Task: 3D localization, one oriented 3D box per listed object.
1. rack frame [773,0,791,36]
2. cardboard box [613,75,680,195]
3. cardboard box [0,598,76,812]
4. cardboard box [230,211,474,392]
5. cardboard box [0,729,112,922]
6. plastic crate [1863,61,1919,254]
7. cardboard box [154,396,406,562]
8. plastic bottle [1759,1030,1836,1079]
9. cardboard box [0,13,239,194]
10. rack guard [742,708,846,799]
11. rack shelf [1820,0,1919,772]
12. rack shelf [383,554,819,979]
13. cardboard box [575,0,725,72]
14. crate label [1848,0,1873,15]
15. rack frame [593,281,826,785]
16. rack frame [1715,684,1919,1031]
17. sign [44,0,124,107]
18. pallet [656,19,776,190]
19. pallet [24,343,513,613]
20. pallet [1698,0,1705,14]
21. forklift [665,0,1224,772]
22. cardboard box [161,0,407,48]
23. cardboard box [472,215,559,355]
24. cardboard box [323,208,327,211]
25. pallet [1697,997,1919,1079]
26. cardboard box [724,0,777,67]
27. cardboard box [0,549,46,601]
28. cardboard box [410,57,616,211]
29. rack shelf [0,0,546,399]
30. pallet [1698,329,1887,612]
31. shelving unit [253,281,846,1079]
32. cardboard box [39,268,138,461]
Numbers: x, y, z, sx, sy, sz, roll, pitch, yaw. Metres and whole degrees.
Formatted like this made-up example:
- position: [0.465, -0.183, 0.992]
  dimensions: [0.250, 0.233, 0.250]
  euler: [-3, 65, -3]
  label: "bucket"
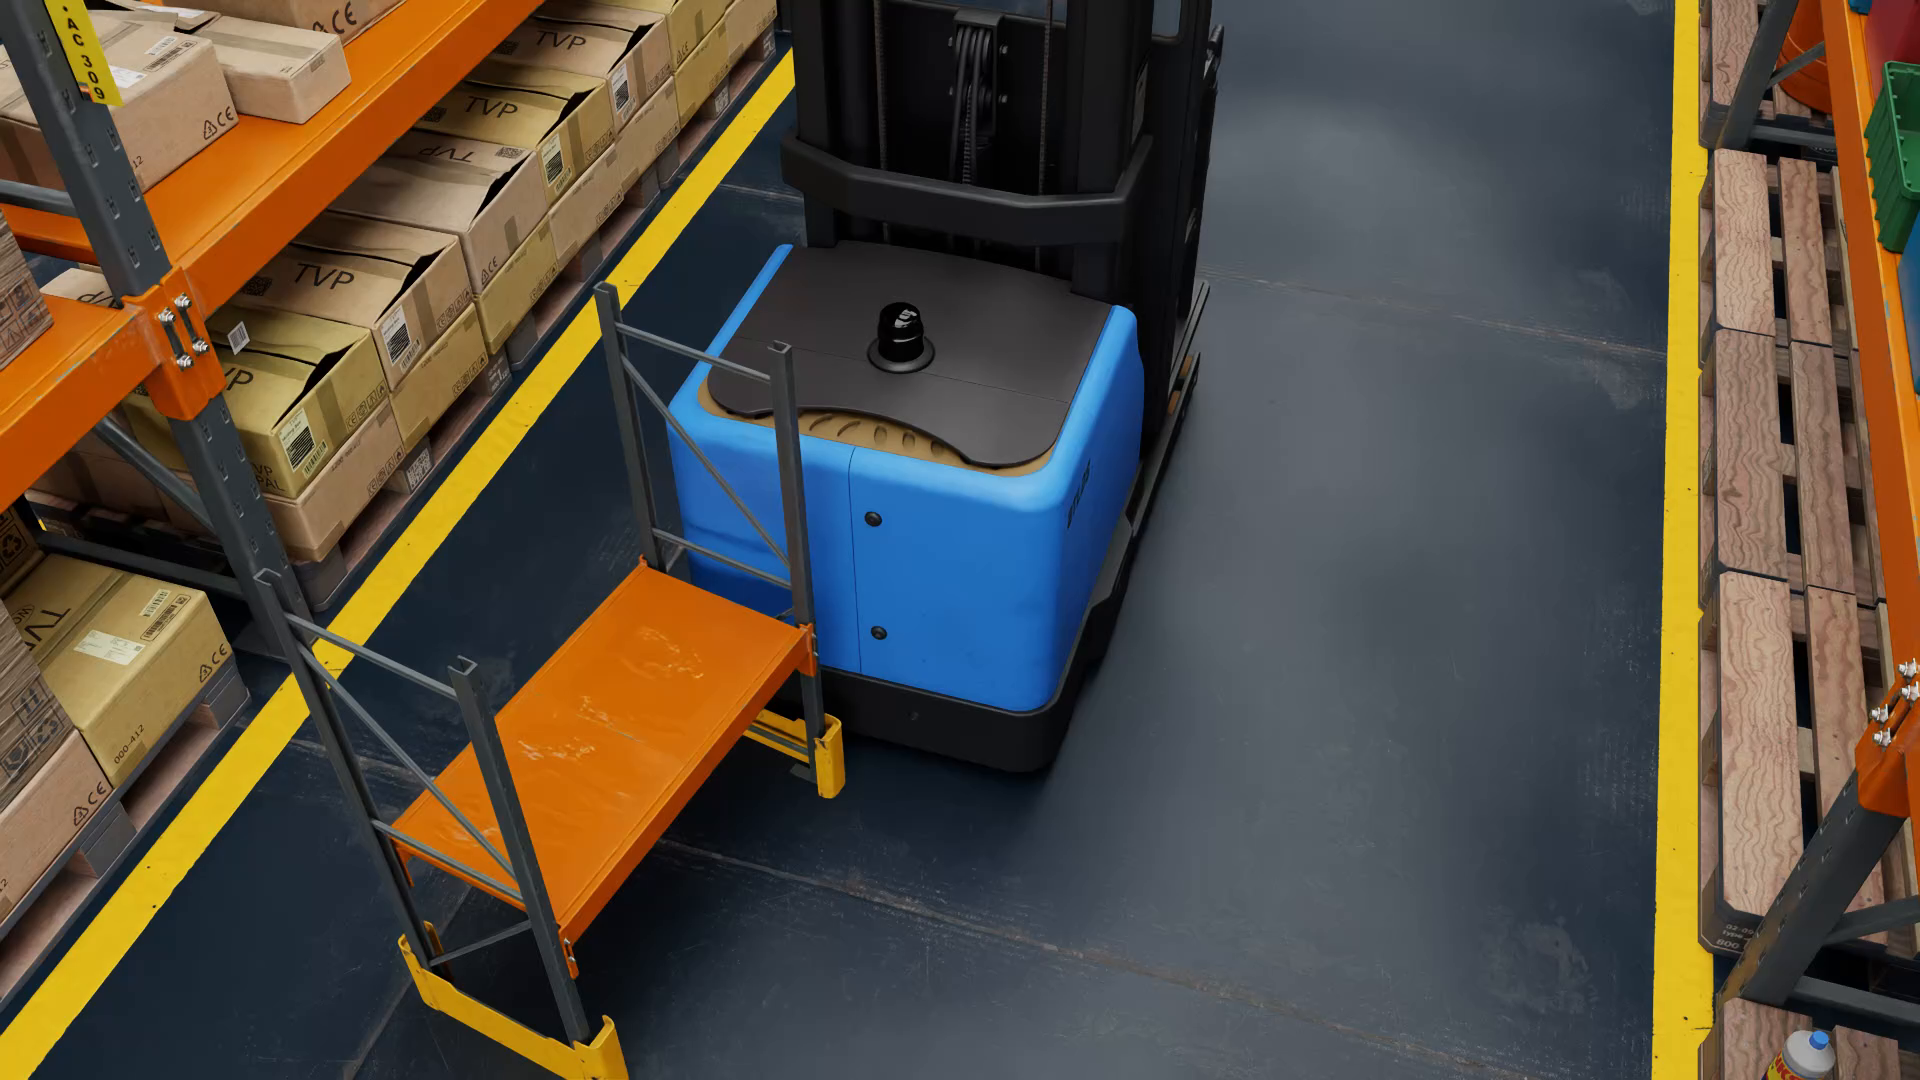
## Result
- position: [-1.190, -3.517, 6.699]
  dimensions: [1.000, 3.000, 0.127]
  euler: [13, 46, 13]
  label: "rack frame"
- position: [-1.425, -1.603, 6.409]
  dimensions: [0.500, 0.250, 0.500]
  euler: [14, 46, 13]
  label: "cardboard box"
- position: [-2.496, 0.400, 3.826]
  dimensions: [0.500, 0.500, 0.500]
  euler: [13, 46, 13]
  label: "cardboard box"
- position: [-1.882, -0.774, 5.161]
  dimensions: [0.500, 0.311, 0.500]
  euler: [12, 46, 12]
  label: "cardboard box"
- position: [-2.494, 0.669, 4.088]
  dimensions: [0.500, 0.250, 0.500]
  euler: [13, 46, 13]
  label: "cardboard box"
- position: [2.577, -0.944, 4.221]
  dimensions: [0.450, 0.188, 0.662]
  euler: [13, 46, 13]
  label: "plastic crate"
- position: [-2.043, -0.234, 5.010]
  dimensions: [0.500, 0.250, 0.500]
  euler: [12, 46, 12]
  label: "cardboard box"
- position: [1.804, 1.138, 3.578]
  dimensions: [0.097, 0.271, 0.097]
  euler: [0, 44, 0]
  label: "plastic bottle"
- position: [-2.294, -1.134, 4.372]
  dimensions: [0.500, 0.250, 0.500]
  euler: [15, 46, 15]
  label: "cardboard box"
- position: [-0.585, 0.499, 4.562]
  dimensions: [0.587, 0.250, 0.087]
  euler: [21, 48, 20]
  label: "rack guard"
- position: [2.924, -0.875, 4.514]
  dimensions: [1.077, 0.370, 4.000]
  euler: [13, 46, 13]
  label: "rack shelf"
- position: [-0.824, 0.493, 3.931]
  dimensions: [0.538, 0.185, 1.000]
  euler: [21, 48, 20]
  label: "rack shelf"
- position: [-1.265, -2.136, 6.552]
  dimensions: [0.500, 0.311, 0.500]
  euler: [12, 46, 12]
  label: "cardboard box"
- position: [2.971, -1.873, 4.994]
  dimensions: [0.502, 0.435, 0.616]
  euler: [13, 46, 13]
  label: "crate label"
- position: [-0.585, 0.051, 4.125]
  dimensions: [0.500, 1.500, 0.032]
  euler: [21, 48, 20]
  label: "rack frame"
- position: [2.318, 0.201, 2.900]
  dimensions: [1.000, 3.000, 0.127]
  euler: [13, 46, 13]
  label: "rack frame"
- position: [-1.872, -1.072, 3.525]
  dimensions: [0.100, 0.325, 0.005]
  euler: [13, 46, 13]
  label: "sign"
- position: [-1.477, -1.980, 7.122]
  dimensions: [1.003, 0.211, 1.213]
  euler: [13, 46, 13]
  label: "pallet"
- position: [-2.216, -0.353, 5.460]
  dimensions: [1.003, 0.211, 1.213]
  euler: [13, 46, 13]
  label: "pallet"
- position: [4.100, -2.813, 7.974]
  dimensions: [1.003, 0.211, 1.213]
  euler: [13, 46, 13]
  label: "pallet"
- position: [0.190, -1.468, 4.654]
  dimensions: [1.130, 2.935, 3.031]
  euler: [12, 46, 12]
  label: "forklift"
- position: [-1.994, -1.746, 4.818]
  dimensions: [0.500, 0.500, 0.500]
  euler: [16, 47, 15]
  label: "cardboard box"
- position: [-1.733, -0.921, 5.712]
  dimensions: [0.500, 0.250, 0.500]
  euler: [11, 45, 11]
  label: "cardboard box"
- position: [-2.247, -1.229, 5.626]
  dimensions: [0.500, 0.311, 0.500]
  euler: [12, 46, 12]
  label: "cardboard box"
- position: [2.075, 1.637, 3.427]
  dimensions: [1.003, 0.211, 1.213]
  euler: [13, 46, 13]
  label: "pallet"
- position: [-1.117, -2.282, 7.103]
  dimensions: [0.500, 0.250, 0.500]
  euler: [14, 46, 13]
  label: "cardboard box"
- position: [-2.831, 0.227, 4.539]
  dimensions: [0.500, 0.250, 0.500]
  euler: [13, 46, 13]
  label: "cardboard box"
- position: [-1.575, -1.466, 5.868]
  dimensions: [0.500, 0.311, 0.500]
  euler: [14, 46, 14]
  label: "cardboard box"
- position: [-1.796, -1.927, 5.589]
  dimensions: [1.077, 0.370, 4.000]
  euler: [13, 46, 13]
  label: "rack shelf"
- position: [2.887, -0.150, 5.252]
  dimensions: [1.003, 0.211, 1.213]
  euler: [13, 46, 13]
  label: "pallet"
- position: [-0.820, 0.359, 3.811]
  dimensions: [0.587, 1.500, 1.083]
  euler: [21, 48, 20]
  label: "shelving unit"
- position: [-2.552, -0.549, 4.931]
  dimensions: [0.500, 0.311, 0.500]
  euler: [13, 46, 13]
  label: "cardboard box"
